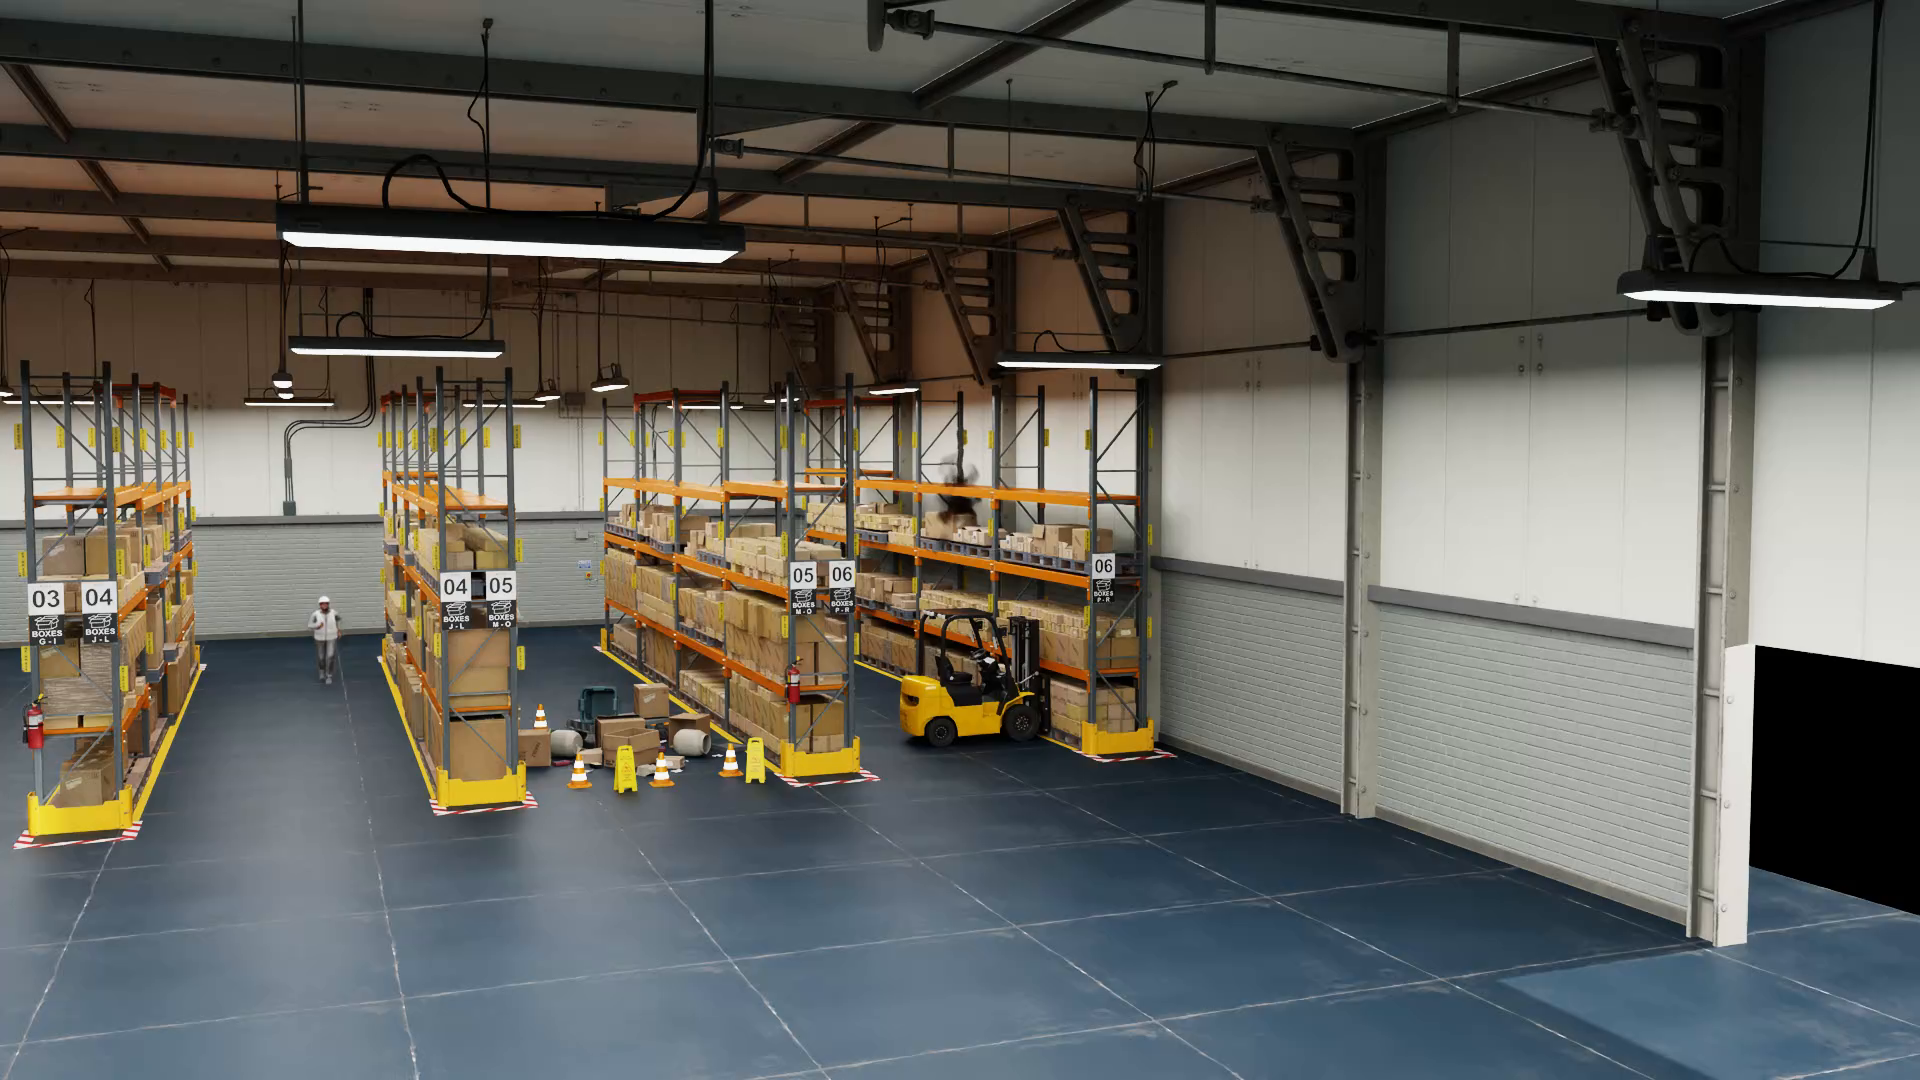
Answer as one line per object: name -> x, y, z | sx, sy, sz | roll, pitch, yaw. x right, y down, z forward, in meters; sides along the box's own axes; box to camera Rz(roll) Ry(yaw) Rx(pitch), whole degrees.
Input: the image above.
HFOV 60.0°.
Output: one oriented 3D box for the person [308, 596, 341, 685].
person -> -13.022, 2.036, 34.109 | 0.646, 1.780, 0.951 | -1, 4, -22
